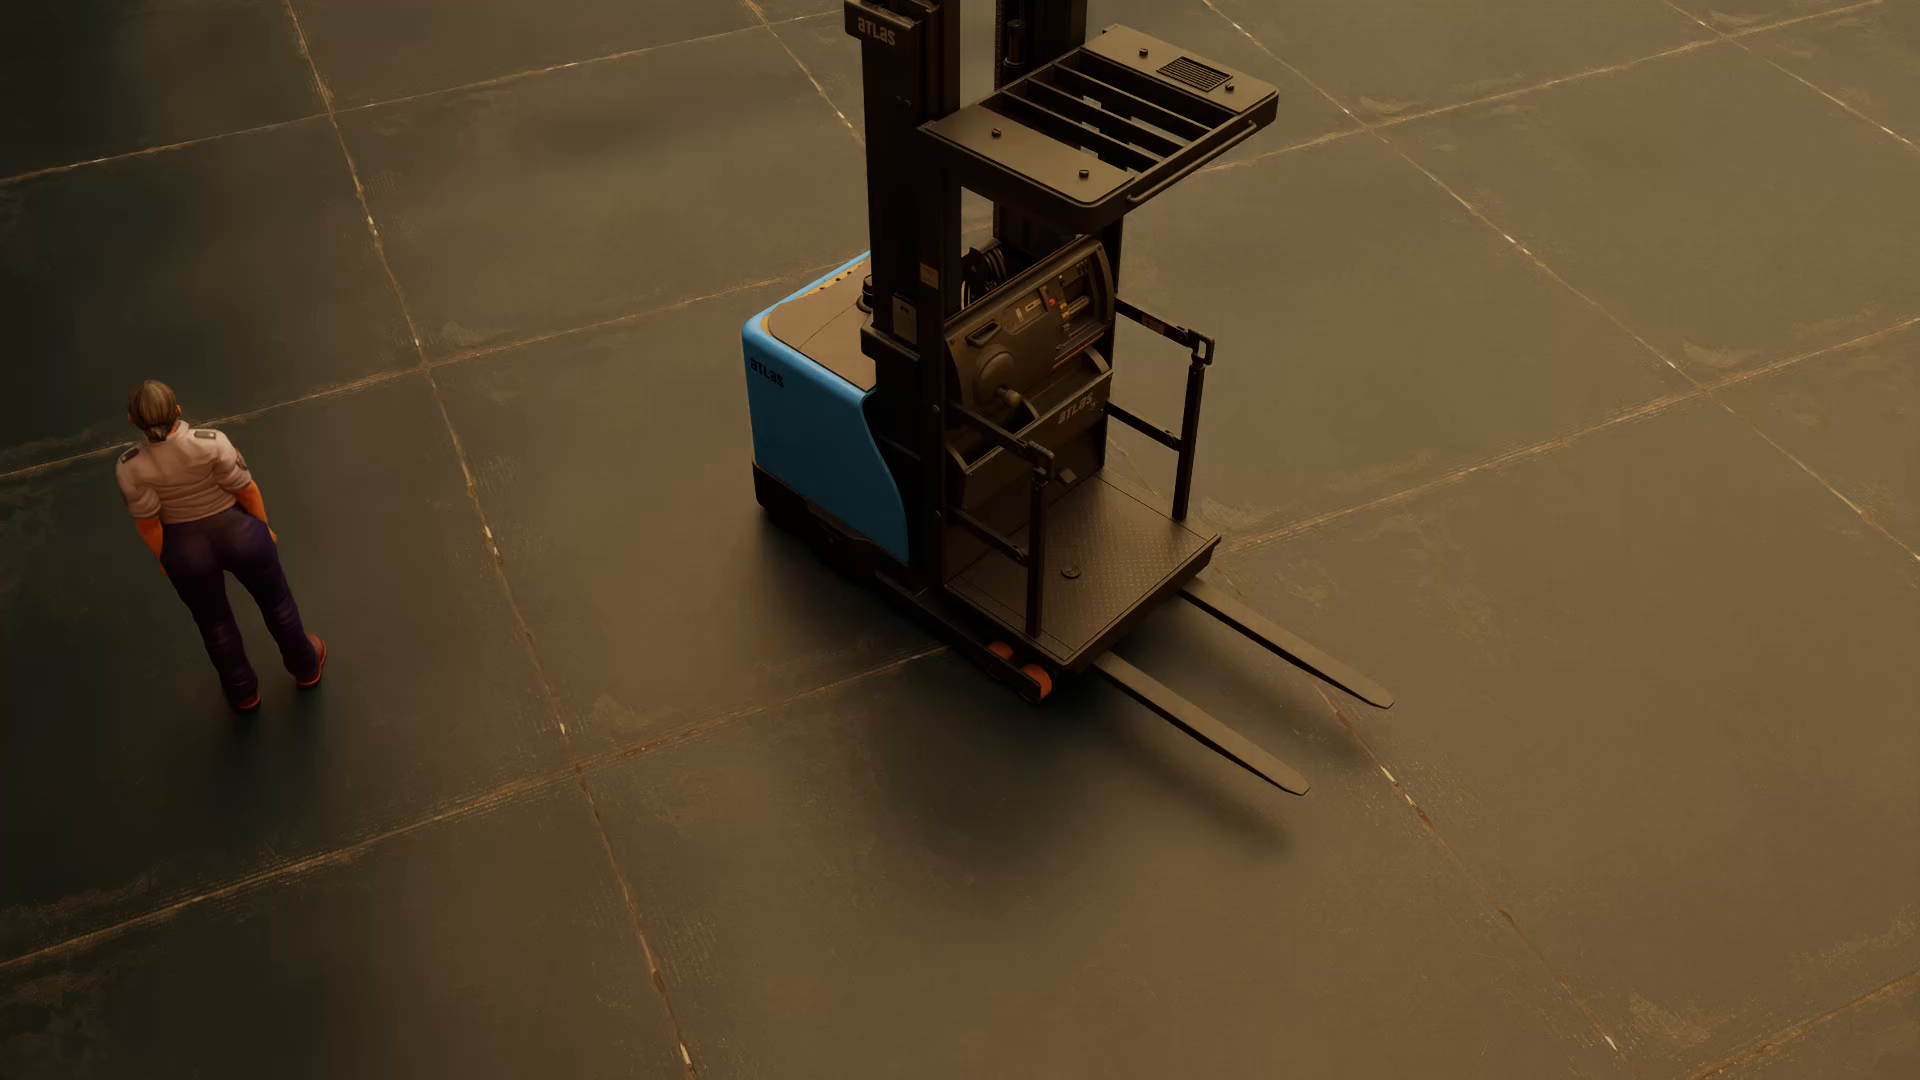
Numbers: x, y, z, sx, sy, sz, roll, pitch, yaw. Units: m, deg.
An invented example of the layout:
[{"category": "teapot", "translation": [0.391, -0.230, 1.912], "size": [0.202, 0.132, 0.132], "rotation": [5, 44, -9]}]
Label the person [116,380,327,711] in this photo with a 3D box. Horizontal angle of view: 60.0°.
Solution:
[{"category": "person", "translation": [-2.957, 0.011, 6.615], "size": [0.476, 1.650, 0.364], "rotation": [-19, 46, -19]}]

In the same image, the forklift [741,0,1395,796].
[{"category": "forklift", "translation": [0.445, -0.788, 6.525], "size": [3.031, 2.935, 1.130], "rotation": [32, 52, 30]}]
